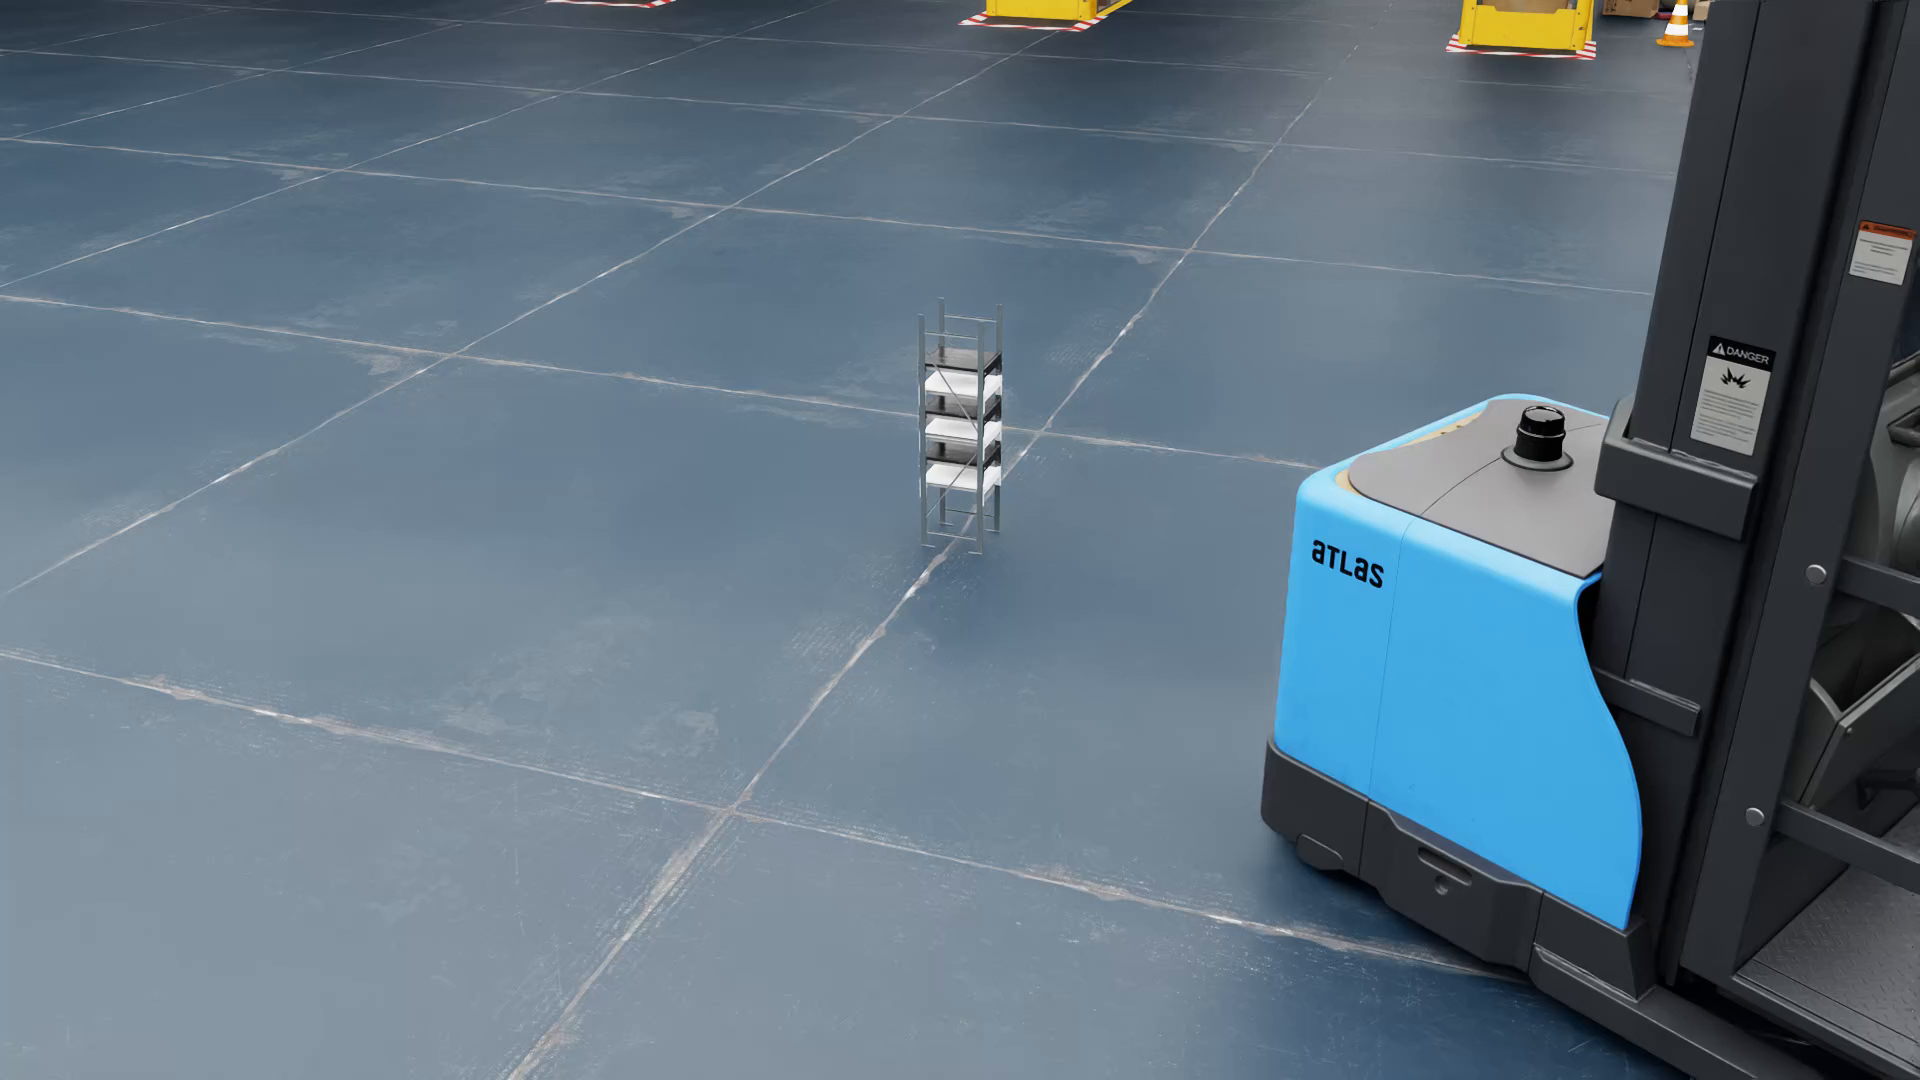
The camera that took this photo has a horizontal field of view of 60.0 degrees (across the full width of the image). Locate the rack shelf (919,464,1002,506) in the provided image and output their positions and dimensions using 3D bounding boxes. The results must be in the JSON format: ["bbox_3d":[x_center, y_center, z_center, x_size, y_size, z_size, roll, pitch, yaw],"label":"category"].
[{"bbox_3d":[0.003,-0.216,6.154,0.258,0.077,0.200,9,27,17],"label":"rack shelf"}]

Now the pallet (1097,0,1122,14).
[{"bbox_3d":[1.178,-6.070,18.545,1.003,0.211,1.213,9,27,17],"label":"pallet"}]

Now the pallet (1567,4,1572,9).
[{"bbox_3d":[5.685,-5.289,16.932,1.003,0.211,1.213,9,27,17],"label":"pallet"}]

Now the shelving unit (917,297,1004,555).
[{"bbox_3d":[0.003,-0.408,6.061,0.258,0.900,0.210,9,27,17],"label":"shelving unit"}]

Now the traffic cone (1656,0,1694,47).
[{"bbox_3d":[7.008,-5.075,16.201,0.336,0.463,0.334,9,27,17],"label":"traffic cone"}]

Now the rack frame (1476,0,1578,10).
[{"bbox_3d":[5.492,-6.204,15.622,1.000,3.000,0.127,9,27,17],"label":"rack frame"}]

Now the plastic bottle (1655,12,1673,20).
[{"bbox_3d":[7.566,-5.579,17.703,0.283,0.061,0.133,0,26,-1],"label":"plastic bottle"}]

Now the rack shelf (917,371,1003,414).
[{"bbox_3d":[0.003,-0.540,5.997,0.258,0.077,0.200,9,27,17],"label":"rack shelf"}]

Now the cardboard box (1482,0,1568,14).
[{"bbox_3d":[5.656,-5.725,16.589,0.875,0.875,0.875,9,27,18],"label":"cardboard box"}]

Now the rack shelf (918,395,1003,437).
[{"bbox_3d":[0.003,-0.459,6.036,0.258,0.077,0.200,9,27,17],"label":"rack shelf"}]

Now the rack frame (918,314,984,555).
[{"bbox_3d":[-0.031,-0.367,5.974,0.240,0.900,0.006,9,27,17],"label":"rack frame"}]

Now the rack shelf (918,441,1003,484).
[{"bbox_3d":[0.003,-0.297,6.115,0.258,0.077,0.200,9,27,17],"label":"rack shelf"}]

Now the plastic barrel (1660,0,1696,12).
[{"bbox_3d":[7.893,-6.000,18.157,0.421,0.421,0.512,-14,29,-27],"label":"plastic barrel"}]

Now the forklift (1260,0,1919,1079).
[{"bbox_3d":[2.169,-0.161,3.220,1.130,2.935,3.031,-21,33,-36],"label":"forklift"}]

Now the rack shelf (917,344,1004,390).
[{"bbox_3d":[0.003,-0.621,5.958,0.258,0.077,0.200,9,27,17],"label":"rack shelf"}]

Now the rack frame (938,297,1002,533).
[{"bbox_3d":[0.037,-0.450,6.147,0.240,0.900,0.006,9,27,17],"label":"rack frame"}]

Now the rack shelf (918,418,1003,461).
[{"bbox_3d":[0.003,-0.378,6.075,0.258,0.077,0.200,9,27,17],"label":"rack shelf"}]

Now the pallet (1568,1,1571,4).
[{"bbox_3d":[6.092,-5.789,17.964,1.003,0.211,1.213,9,27,17],"label":"pallet"}]

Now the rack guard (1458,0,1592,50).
[{"bbox_3d":[5.484,-5.070,16.147,1.175,0.500,0.348,9,27,17],"label":"rack guard"}]

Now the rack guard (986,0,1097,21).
[{"bbox_3d":[0.874,-5.871,17.803,1.175,0.500,0.348,9,27,17],"label":"rack guard"}]

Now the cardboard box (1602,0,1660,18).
[{"bbox_3d":[7.275,-5.938,17.937,0.500,0.500,0.500,14,29,26],"label":"cardboard box"}]

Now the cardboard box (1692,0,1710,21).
[{"bbox_3d":[7.988,-5.644,17.603,0.396,0.266,0.258,14,29,26],"label":"cardboard box"}]

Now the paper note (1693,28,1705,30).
[{"bbox_3d":[7.601,-5.248,17.057,0.144,0.017,0.142,20,32,35],"label":"paper note"}]
